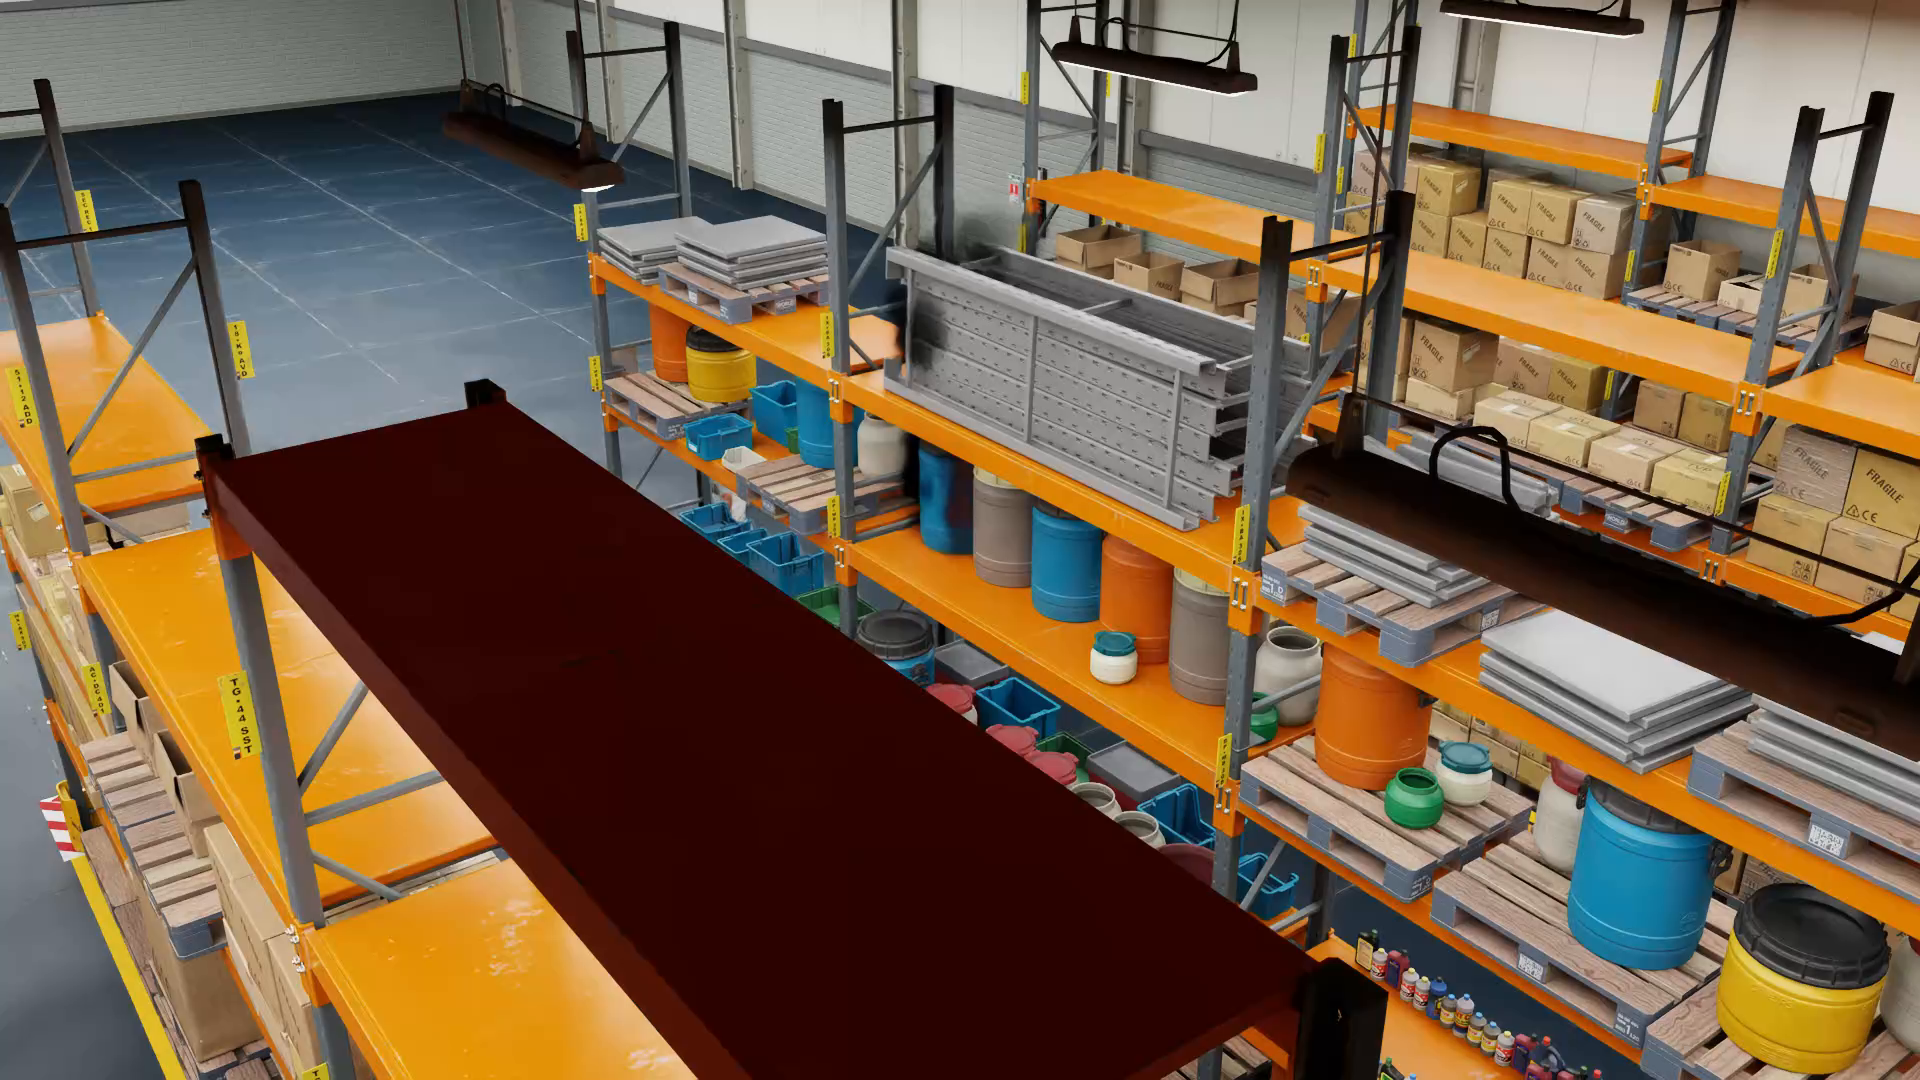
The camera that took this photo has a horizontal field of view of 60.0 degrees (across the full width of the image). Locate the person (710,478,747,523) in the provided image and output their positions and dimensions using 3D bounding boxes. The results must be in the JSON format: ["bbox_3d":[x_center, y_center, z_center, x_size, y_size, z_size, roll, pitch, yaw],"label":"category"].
[{"bbox_3d":[-2.416,-0.239,17.416,0.723,1.803,0.703,10,27,21],"label":"person"}]
